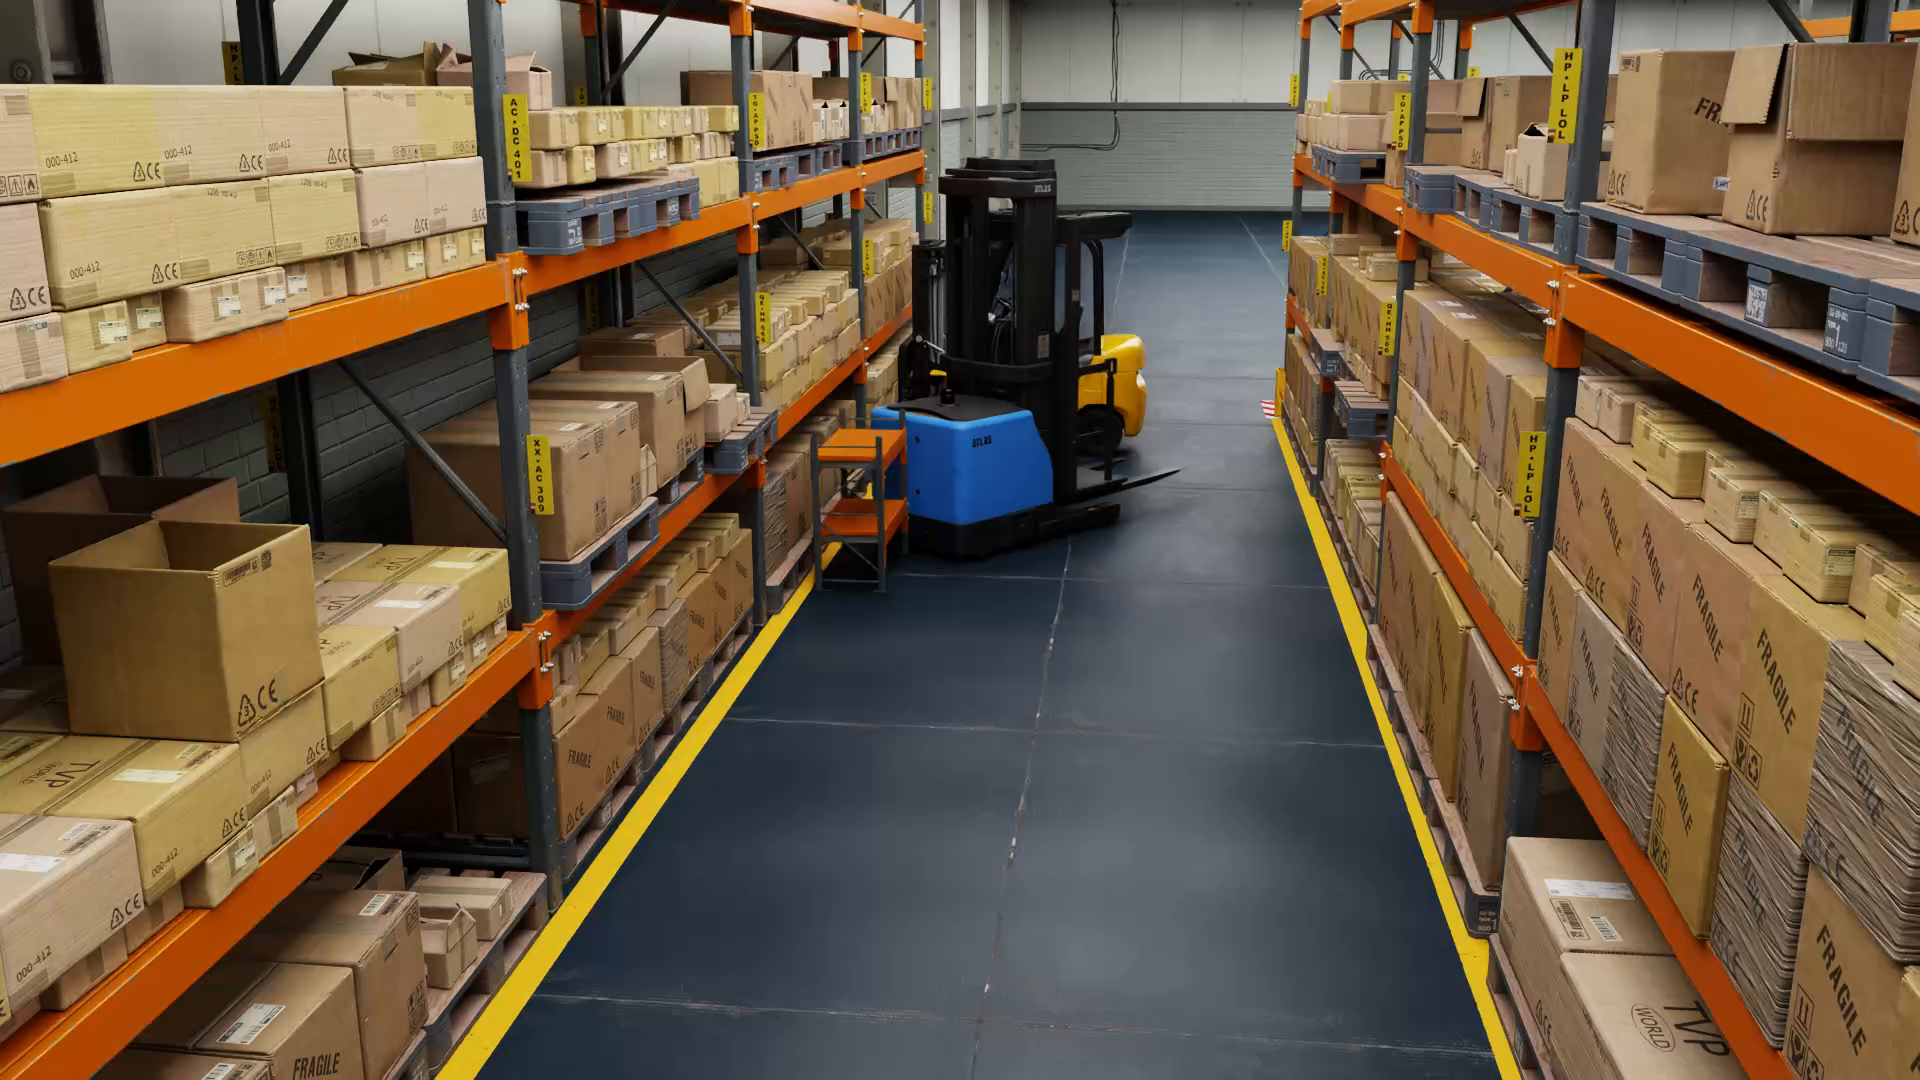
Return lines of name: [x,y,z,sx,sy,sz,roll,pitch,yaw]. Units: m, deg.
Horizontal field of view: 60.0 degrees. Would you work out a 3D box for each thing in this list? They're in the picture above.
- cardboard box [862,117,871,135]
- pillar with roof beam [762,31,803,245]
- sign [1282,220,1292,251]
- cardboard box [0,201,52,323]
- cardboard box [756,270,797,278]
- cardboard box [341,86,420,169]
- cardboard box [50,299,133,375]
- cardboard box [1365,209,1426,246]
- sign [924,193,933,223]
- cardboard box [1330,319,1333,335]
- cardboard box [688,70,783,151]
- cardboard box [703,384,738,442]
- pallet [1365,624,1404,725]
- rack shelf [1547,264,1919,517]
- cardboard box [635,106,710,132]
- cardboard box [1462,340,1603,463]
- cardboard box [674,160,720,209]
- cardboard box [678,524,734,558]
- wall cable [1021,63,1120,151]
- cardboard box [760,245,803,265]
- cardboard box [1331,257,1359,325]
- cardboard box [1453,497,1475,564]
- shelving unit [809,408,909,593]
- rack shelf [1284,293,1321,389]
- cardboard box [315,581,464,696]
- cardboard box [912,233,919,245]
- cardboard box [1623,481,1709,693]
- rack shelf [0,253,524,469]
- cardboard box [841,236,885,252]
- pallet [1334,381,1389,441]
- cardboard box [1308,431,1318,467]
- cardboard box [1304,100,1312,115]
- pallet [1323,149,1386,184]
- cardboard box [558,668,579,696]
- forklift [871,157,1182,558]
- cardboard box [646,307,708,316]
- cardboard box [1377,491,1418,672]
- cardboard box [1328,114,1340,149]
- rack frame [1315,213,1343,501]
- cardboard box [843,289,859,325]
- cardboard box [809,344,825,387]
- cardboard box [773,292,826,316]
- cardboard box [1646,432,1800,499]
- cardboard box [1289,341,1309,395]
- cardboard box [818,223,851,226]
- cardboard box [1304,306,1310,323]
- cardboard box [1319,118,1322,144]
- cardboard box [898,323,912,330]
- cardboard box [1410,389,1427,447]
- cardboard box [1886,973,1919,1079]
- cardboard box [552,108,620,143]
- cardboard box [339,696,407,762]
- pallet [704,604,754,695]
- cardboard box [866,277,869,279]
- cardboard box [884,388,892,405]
cardboard box: [-0.987,-3.618,14.536,0.380,0.149,0.250,2,15,7]
pillar with roof beam: [2.416,-5.586,16.580,9.100,9.000,0.400,2,15,6]
sign: [3.505,-3.259,17.811,0.100,0.325,0.005,2,15,6]
cardboard box: [-2.335,-0.580,3.530,0.500,0.250,0.500,2,15,7]
cardboard box: [-1.592,-2.210,14.154,0.380,0.149,0.250,1,15,5]
cardboard box: [-2.108,-1.349,5.418,0.500,0.250,0.500,1,15,5]
cardboard box: [-2.224,-0.488,3.955,0.380,0.149,0.250,2,15,6]
cardboard box: [3.858,-2.570,14.244,0.700,0.500,0.500,2,15,6]
sign: [-0.350,-3.624,18.147,0.100,0.325,0.005,2,15,6]
cardboard box: [3.217,-1.735,13.510,0.380,0.149,0.250,2,15,7]
cardboard box: [-1.467,-2.824,10.924,0.500,0.500,0.500,2,15,7]
cardboard box: [-1.588,-0.743,9.646,0.500,0.250,0.500,1,15,4]
pallet: [2.978,0.798,9.807,1.003,0.211,1.213,2,15,6]
rack shelf: [2.465,-0.295,4.139,1.077,0.370,4.000,2,15,6]
cardboard box: [-1.670,-2.445,9.663,0.380,0.149,0.250,1,15,4]
cardboard box: [2.619,-0.633,7.648,0.500,0.500,0.500,2,15,8]
cardboard box: [-1.663,-2.001,9.356,0.500,0.250,0.500,2,15,6]
cardboard box: [-1.595,0.002,10.149,0.380,0.149,0.250,1,15,3]
wall cable: [3.170,-12.720,48.911,3.097,2.526,0.112,2,15,6]
cardboard box: [-1.603,-2.530,14.768,0.380,0.149,0.250,2,15,6]
cardboard box: [3.199,-1.940,13.022,0.500,0.500,0.500,2,15,6]
cardboard box: [2.625,-0.027,7.802,0.500,0.250,0.500,1,15,5]
shelving unit: [-0.717,-0.309,12.135,0.538,1.125,1.048,1,15,7]
rack shelf: [3.819,-1.959,16.040,1.077,0.370,4.000,2,15,6]
cardboard box: [-2.099,0.340,5.875,0.500,0.250,0.500,2,15,6]
cardboard box: [-0.649,-3.234,17.941,0.380,0.149,0.250,2,15,7]
cardboard box: [2.264,0.136,4.807,0.500,0.500,0.500,2,15,7]
rack shelf: [-2.468,-0.440,4.676,1.077,0.370,4.000,2,15,6]
cardboard box: [-0.915,-2.781,15.696,0.380,0.149,0.250,1,15,5]
pallet: [3.116,-0.846,10.912,1.213,0.211,1.003,2,15,6]
cardboard box: [3.393,-0.825,14.929,0.500,0.250,0.500,2,15,9]
cardboard box: [3.597,-4.259,16.374,0.380,0.149,0.250,2,15,6]
pallet: [3.304,-2.719,12.085,1.213,0.211,1.003,2,15,6]
cardboard box: [-1.983,0.673,7.668,0.380,0.149,0.250,1,15,5]
forklift: [0.671,-1.596,13.449,1.130,2.935,3.031,14,20,41]
cardboard box: [-1.988,-1.550,11.713,0.380,0.149,0.250,1,15,5]
cardboard box: [2.981,0.249,9.760,0.875,0.875,0.875,2,15,6]
cardboard box: [3.073,-3.095,12.598,0.500,0.250,0.500,1,15,6]
rack frame: [3.593,-1.788,14.028,1.000,3.000,0.127,2,15,6]
cardboard box: [-1.141,-1.967,14.021,0.500,0.250,0.500,1,15,5]
cardboard box: [-1.325,-1.330,12.621,0.500,0.250,0.500,2,15,8]
cardboard box: [-1.225,-1.796,12.624,0.380,0.149,0.250,1,15,5]
cardboard box: [2.249,-0.218,4.871,0.380,0.149,0.250,1,15,5]
cardboard box: [3.622,-1.720,16.803,0.500,0.500,0.500,1,15,4]
cardboard box: [-1.260,-3.195,17.229,0.380,0.149,0.250,2,15,7]
cardboard box: [3.490,-2.156,15.870,0.380,0.149,0.250,2,15,7]
cardboard box: [3.432,-3.561,14.555,0.500,0.250,0.500,1,15,5]
cardboard box: [-0.630,-2.200,18.100,0.500,0.250,0.500,2,15,8]
cardboard box: [2.780,-0.661,9.191,0.500,0.250,0.500,2,15,8]
cardboard box: [2.031,1.143,2.997,0.500,0.500,0.500,2,15,7]
cardboard box: [-1.739,-1.848,7.417,0.380,0.149,0.250,1,15,5]
cardboard box: [-2.098,0.624,5.591,0.380,0.149,0.250,1,15,5]
pallet: [-1.912,0.643,10.380,1.003,0.211,1.213,2,15,6]
cardboard box: [-1.014,-2.437,14.993,0.380,0.149,0.250,2,15,8]
cardboard box: [-0.923,-1.297,15.718,0.500,0.250,0.500,2,15,6]
